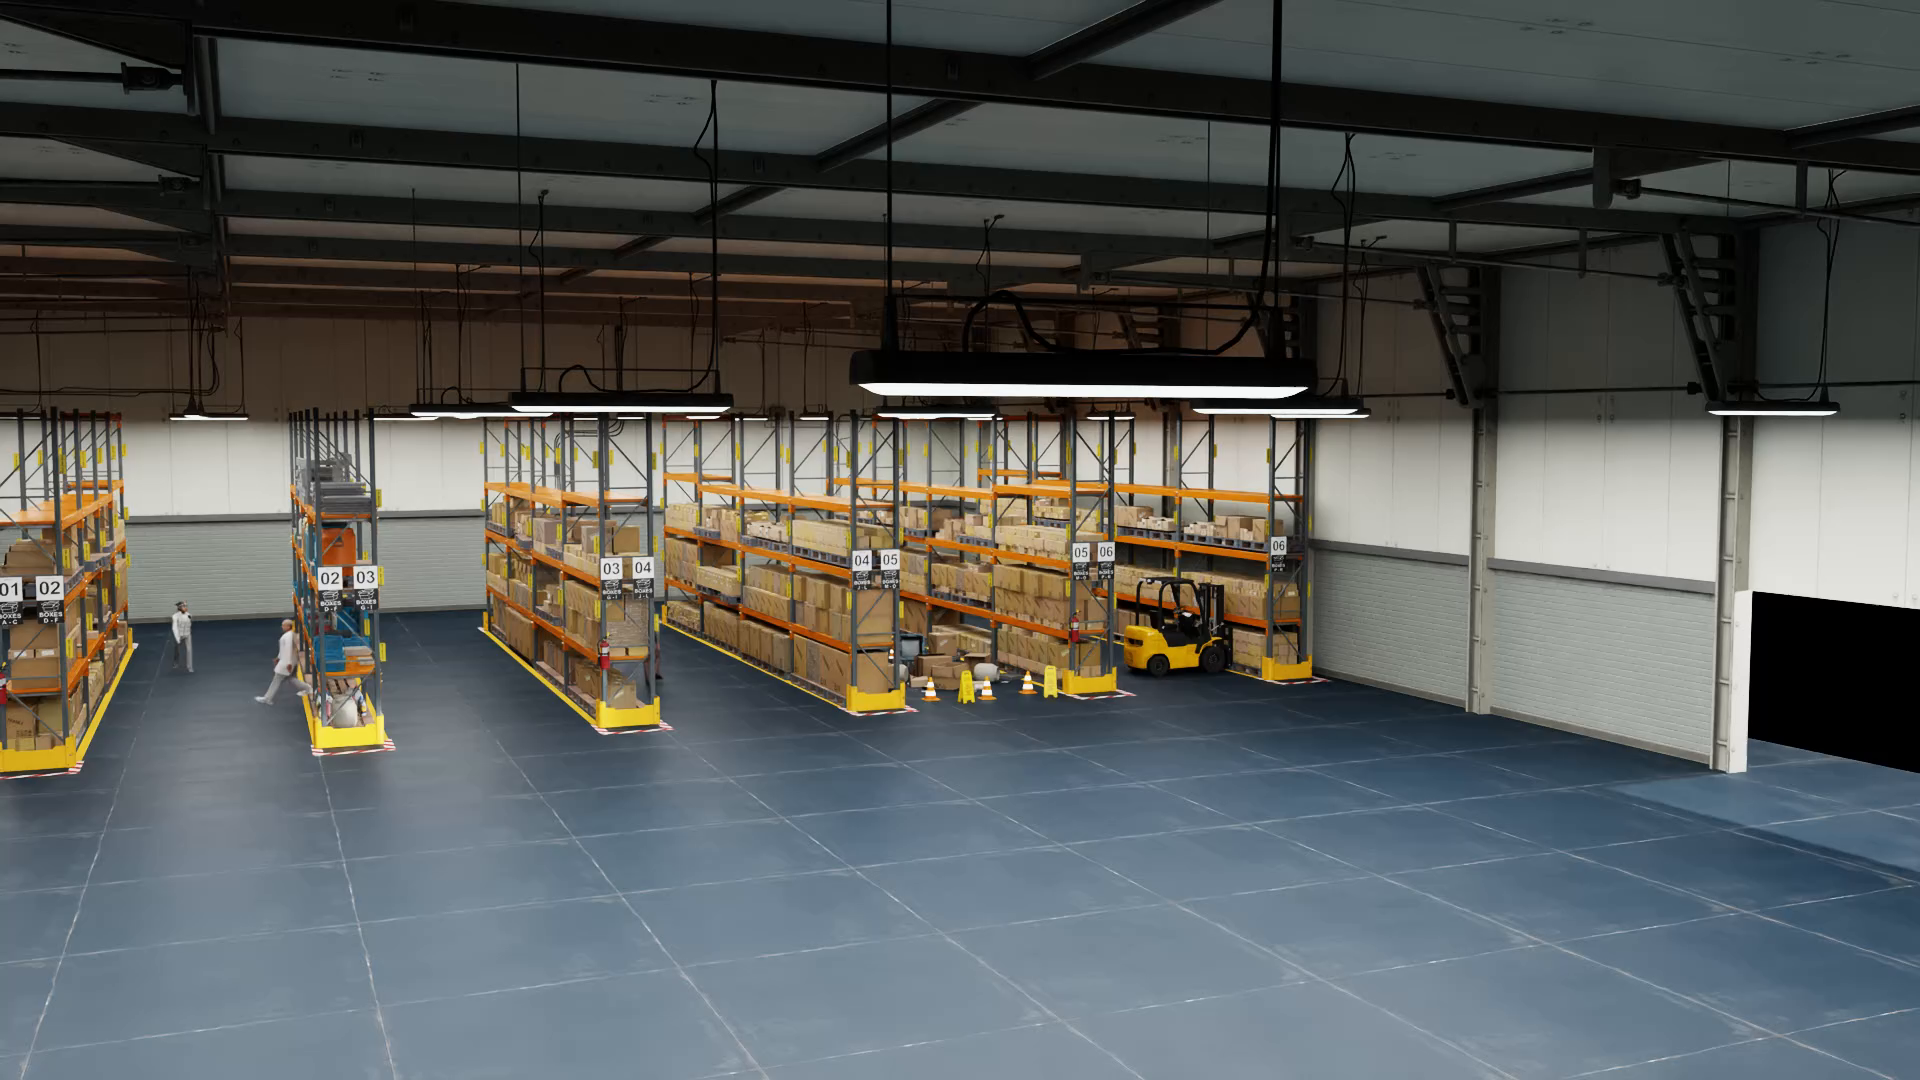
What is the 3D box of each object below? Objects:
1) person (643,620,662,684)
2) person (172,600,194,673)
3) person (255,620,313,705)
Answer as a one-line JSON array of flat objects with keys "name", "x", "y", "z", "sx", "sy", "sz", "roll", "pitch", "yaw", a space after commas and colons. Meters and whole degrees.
[{"name": "person", "x": -6.851, "y": 2.298, "z": 36.569, "sx": 0.579, "sy": 1.710, "sz": 0.478, "roll": -1, "pitch": 4, "yaw": -13}, {"name": "person", "x": -17.893, "y": 2.201, "z": 38.244, "sx": 0.431, "sy": 1.640, "sz": 0.989, "roll": -3, "pitch": 5, "yaw": -33}, {"name": "person", "x": -13.703, "y": 2.476, "z": 33.806, "sx": 1.107, "sy": 1.726, "sz": 0.578, "roll": 0, "pitch": 4, "yaw": -1}]
